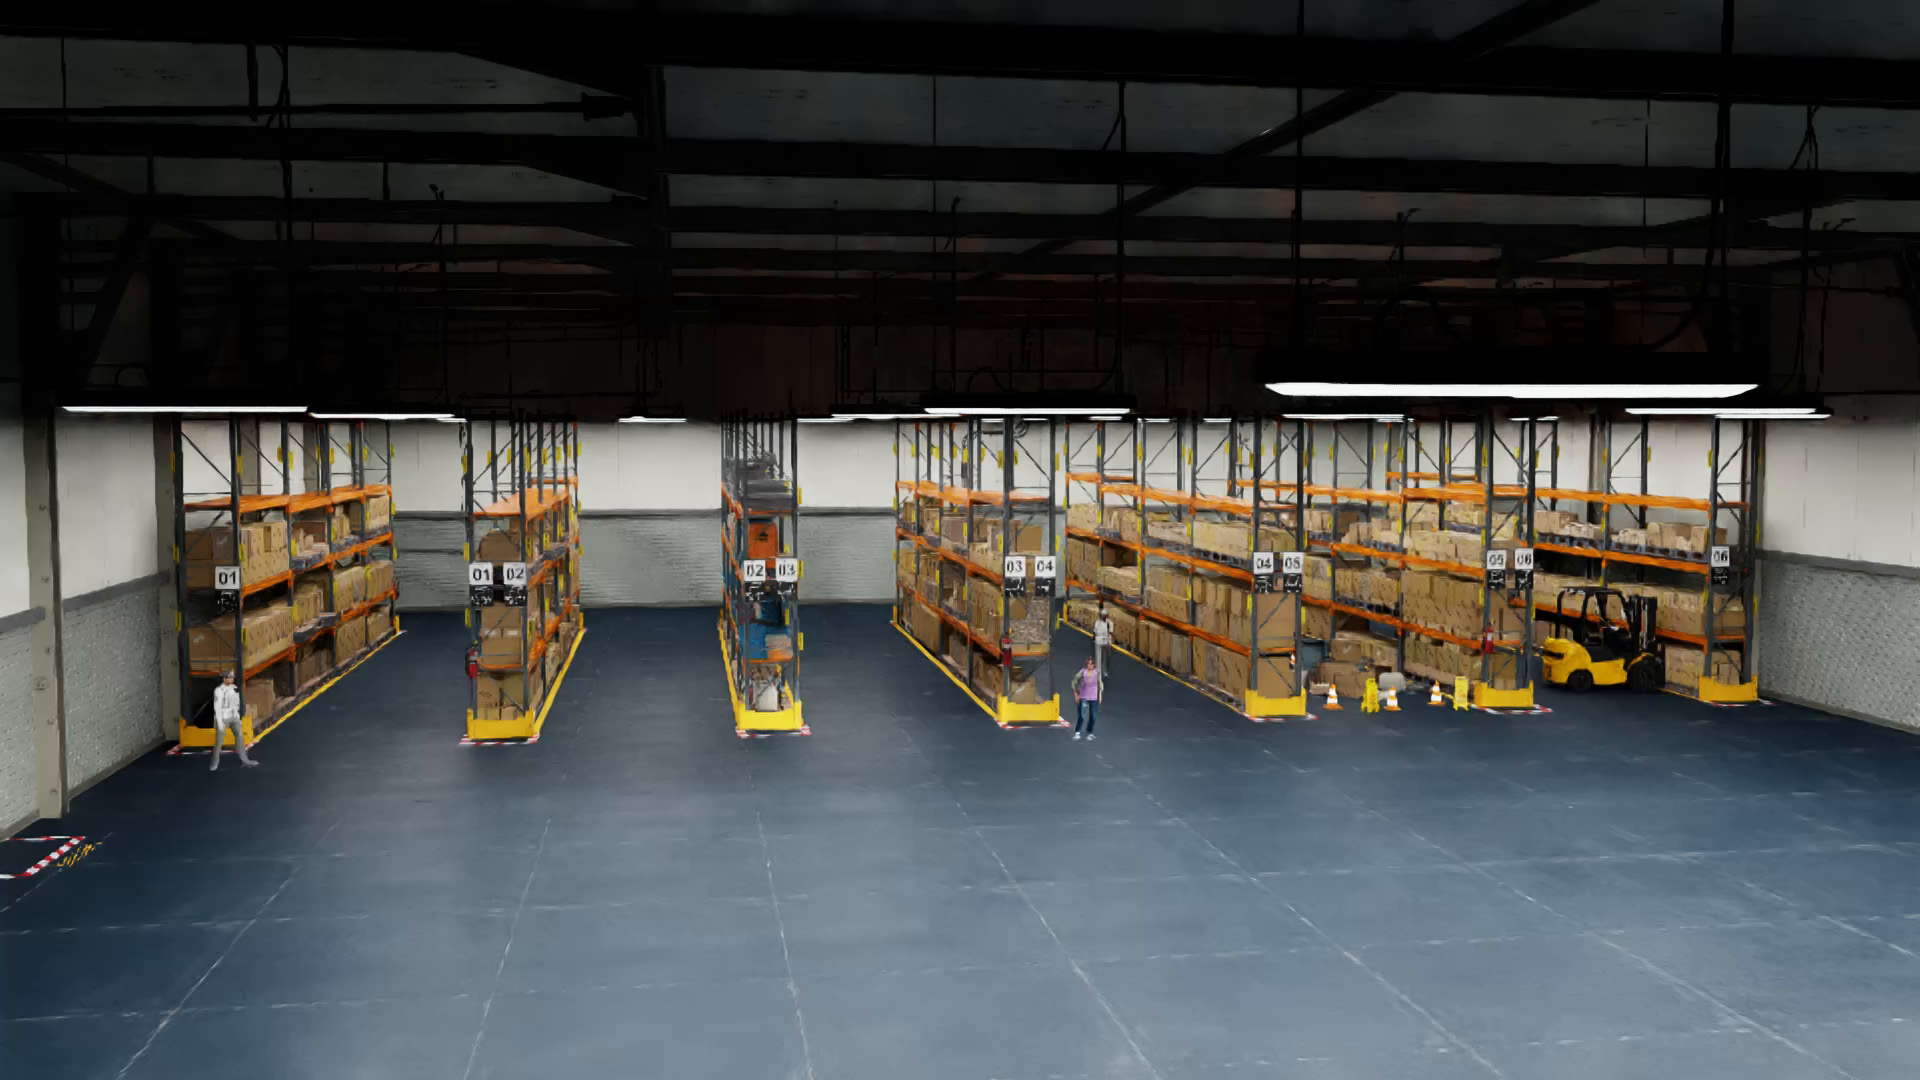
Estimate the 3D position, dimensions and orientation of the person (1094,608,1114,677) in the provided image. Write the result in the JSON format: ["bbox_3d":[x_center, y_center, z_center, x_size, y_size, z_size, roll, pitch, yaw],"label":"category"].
[{"bbox_3d":[3.216,2.306,37.125,0.443,1.621,0.993,0,4,0],"label":"person"}]

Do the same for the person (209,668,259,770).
[{"bbox_3d":[-12.113,2.951,27.609,0.551,1.668,0.682,2,4,27],"label":"person"}]

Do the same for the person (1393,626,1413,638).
[{"bbox_3d":[11.536,1.870,42.892,0.569,1.709,1.034,-1,4,-18],"label":"person"}]

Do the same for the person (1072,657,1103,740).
[{"bbox_3d":[2.300,2.861,30.076,0.566,1.541,0.519,-1,4,-12],"label":"person"}]
